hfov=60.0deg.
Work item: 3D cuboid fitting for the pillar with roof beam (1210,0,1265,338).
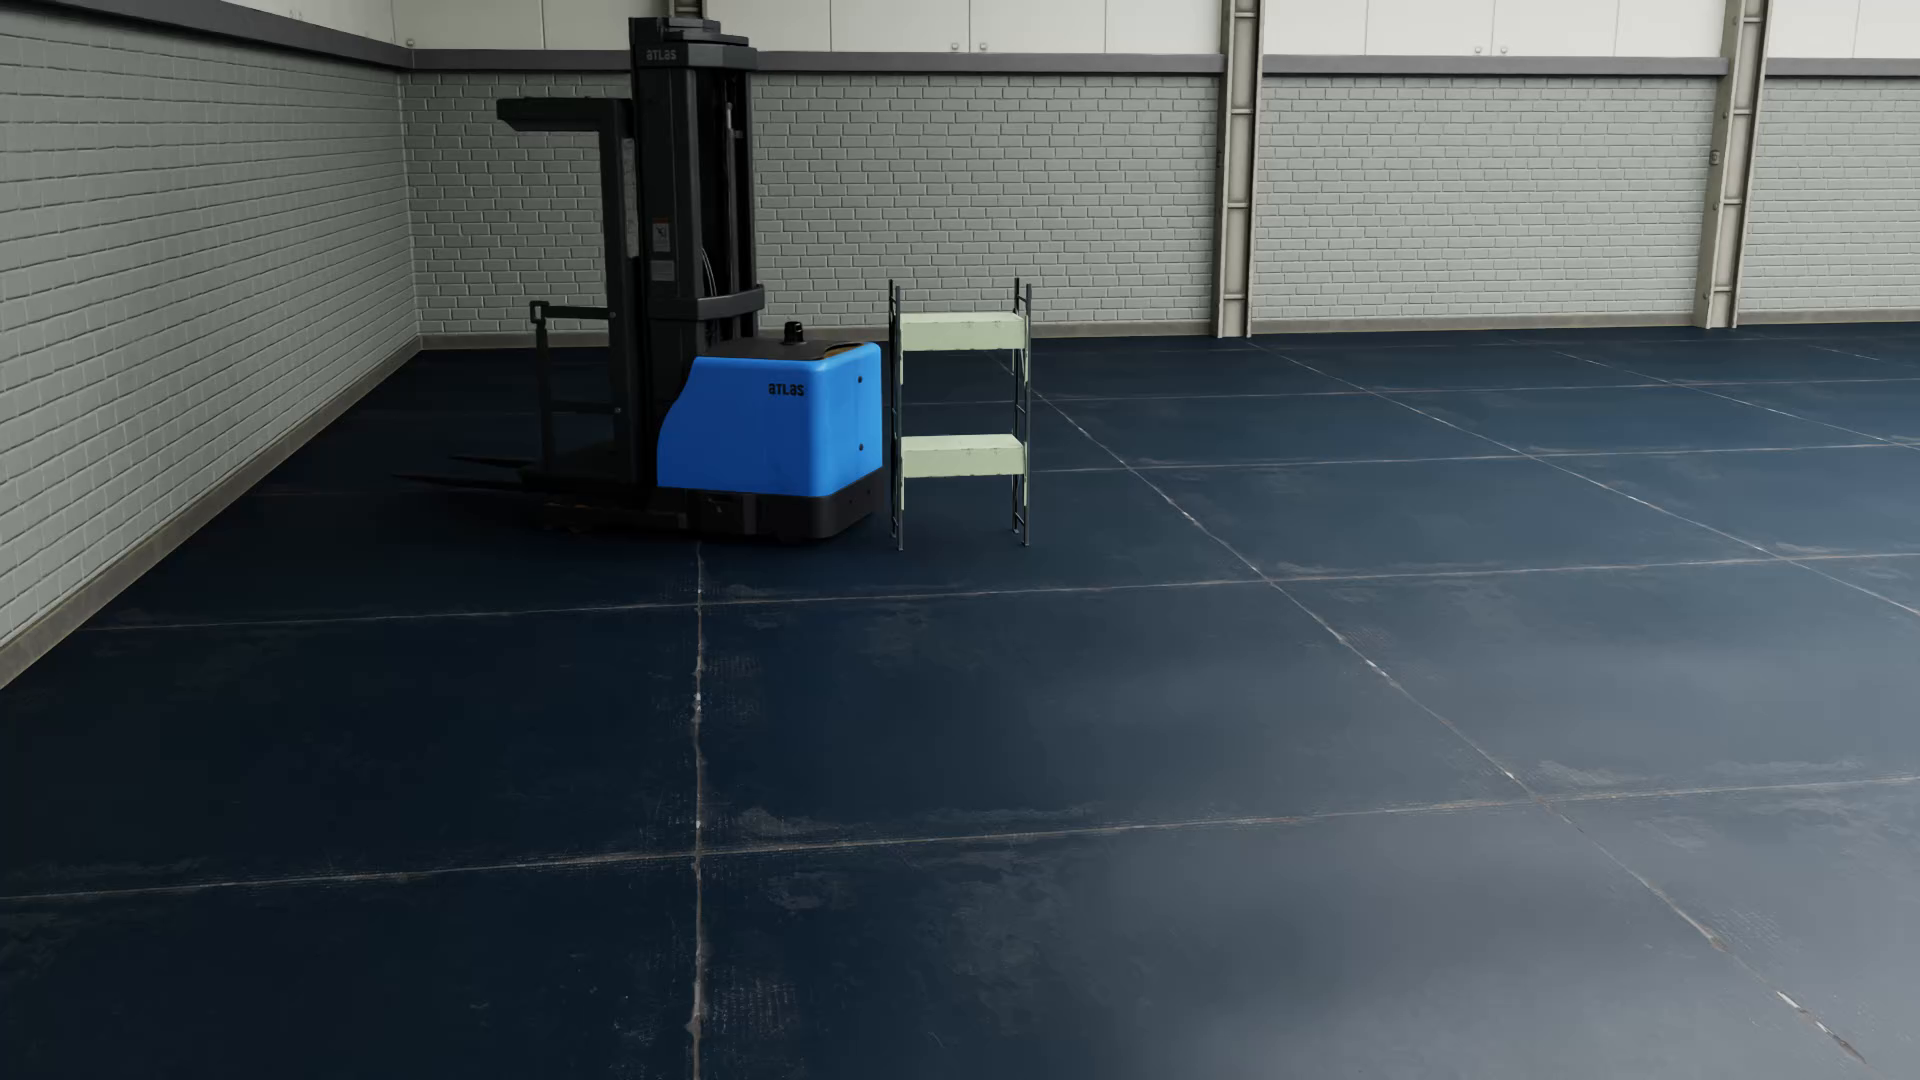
[{"bbox_3d":[3.739,-5.670,13.831,0.400,9.000,9.100,-2,14,-8],"label":"pillar with roof beam"}]

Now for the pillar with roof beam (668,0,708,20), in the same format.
[{"bbox_3d":[-2.194,-5.453,12.964,0.400,9.000,9.100,-2,14,-8],"label":"pillar with roof beam"}]

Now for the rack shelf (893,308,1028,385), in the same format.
[{"bbox_3d":[-0.007,-1.106,9.443,0.720,0.370,0.431,-2,14,-8],"label":"rack shelf"}]

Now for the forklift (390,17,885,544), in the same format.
[{"bbox_3d":[-2.040,-1.584,10.014,3.031,2.935,1.130,4,15,17],"label":"forklift"}]

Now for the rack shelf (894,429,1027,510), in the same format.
[{"bbox_3d":[-0.007,-0.411,9.618,0.720,0.370,0.431,-2,14,-8],"label":"rack shelf"}]

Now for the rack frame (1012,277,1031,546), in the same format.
[{"bbox_3d":[0.355,-0.740,9.591,0.023,1.500,0.400,-2,14,-8],"label":"rack frame"}]

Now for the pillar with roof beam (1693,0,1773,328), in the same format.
[{"bbox_3d":[9.672,-5.887,14.698,0.400,9.000,9.100,-2,14,-8],"label":"pillar with roof beam"}]

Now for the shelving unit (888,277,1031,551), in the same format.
[{"bbox_3d":[-0.007,-0.727,9.538,0.755,1.500,0.431,-2,14,-8],"label":"shelving unit"}]

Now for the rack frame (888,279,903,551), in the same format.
[{"bbox_3d":[-0.369,-0.714,9.486,0.023,1.500,0.400,-2,14,-8],"label":"rack frame"}]
